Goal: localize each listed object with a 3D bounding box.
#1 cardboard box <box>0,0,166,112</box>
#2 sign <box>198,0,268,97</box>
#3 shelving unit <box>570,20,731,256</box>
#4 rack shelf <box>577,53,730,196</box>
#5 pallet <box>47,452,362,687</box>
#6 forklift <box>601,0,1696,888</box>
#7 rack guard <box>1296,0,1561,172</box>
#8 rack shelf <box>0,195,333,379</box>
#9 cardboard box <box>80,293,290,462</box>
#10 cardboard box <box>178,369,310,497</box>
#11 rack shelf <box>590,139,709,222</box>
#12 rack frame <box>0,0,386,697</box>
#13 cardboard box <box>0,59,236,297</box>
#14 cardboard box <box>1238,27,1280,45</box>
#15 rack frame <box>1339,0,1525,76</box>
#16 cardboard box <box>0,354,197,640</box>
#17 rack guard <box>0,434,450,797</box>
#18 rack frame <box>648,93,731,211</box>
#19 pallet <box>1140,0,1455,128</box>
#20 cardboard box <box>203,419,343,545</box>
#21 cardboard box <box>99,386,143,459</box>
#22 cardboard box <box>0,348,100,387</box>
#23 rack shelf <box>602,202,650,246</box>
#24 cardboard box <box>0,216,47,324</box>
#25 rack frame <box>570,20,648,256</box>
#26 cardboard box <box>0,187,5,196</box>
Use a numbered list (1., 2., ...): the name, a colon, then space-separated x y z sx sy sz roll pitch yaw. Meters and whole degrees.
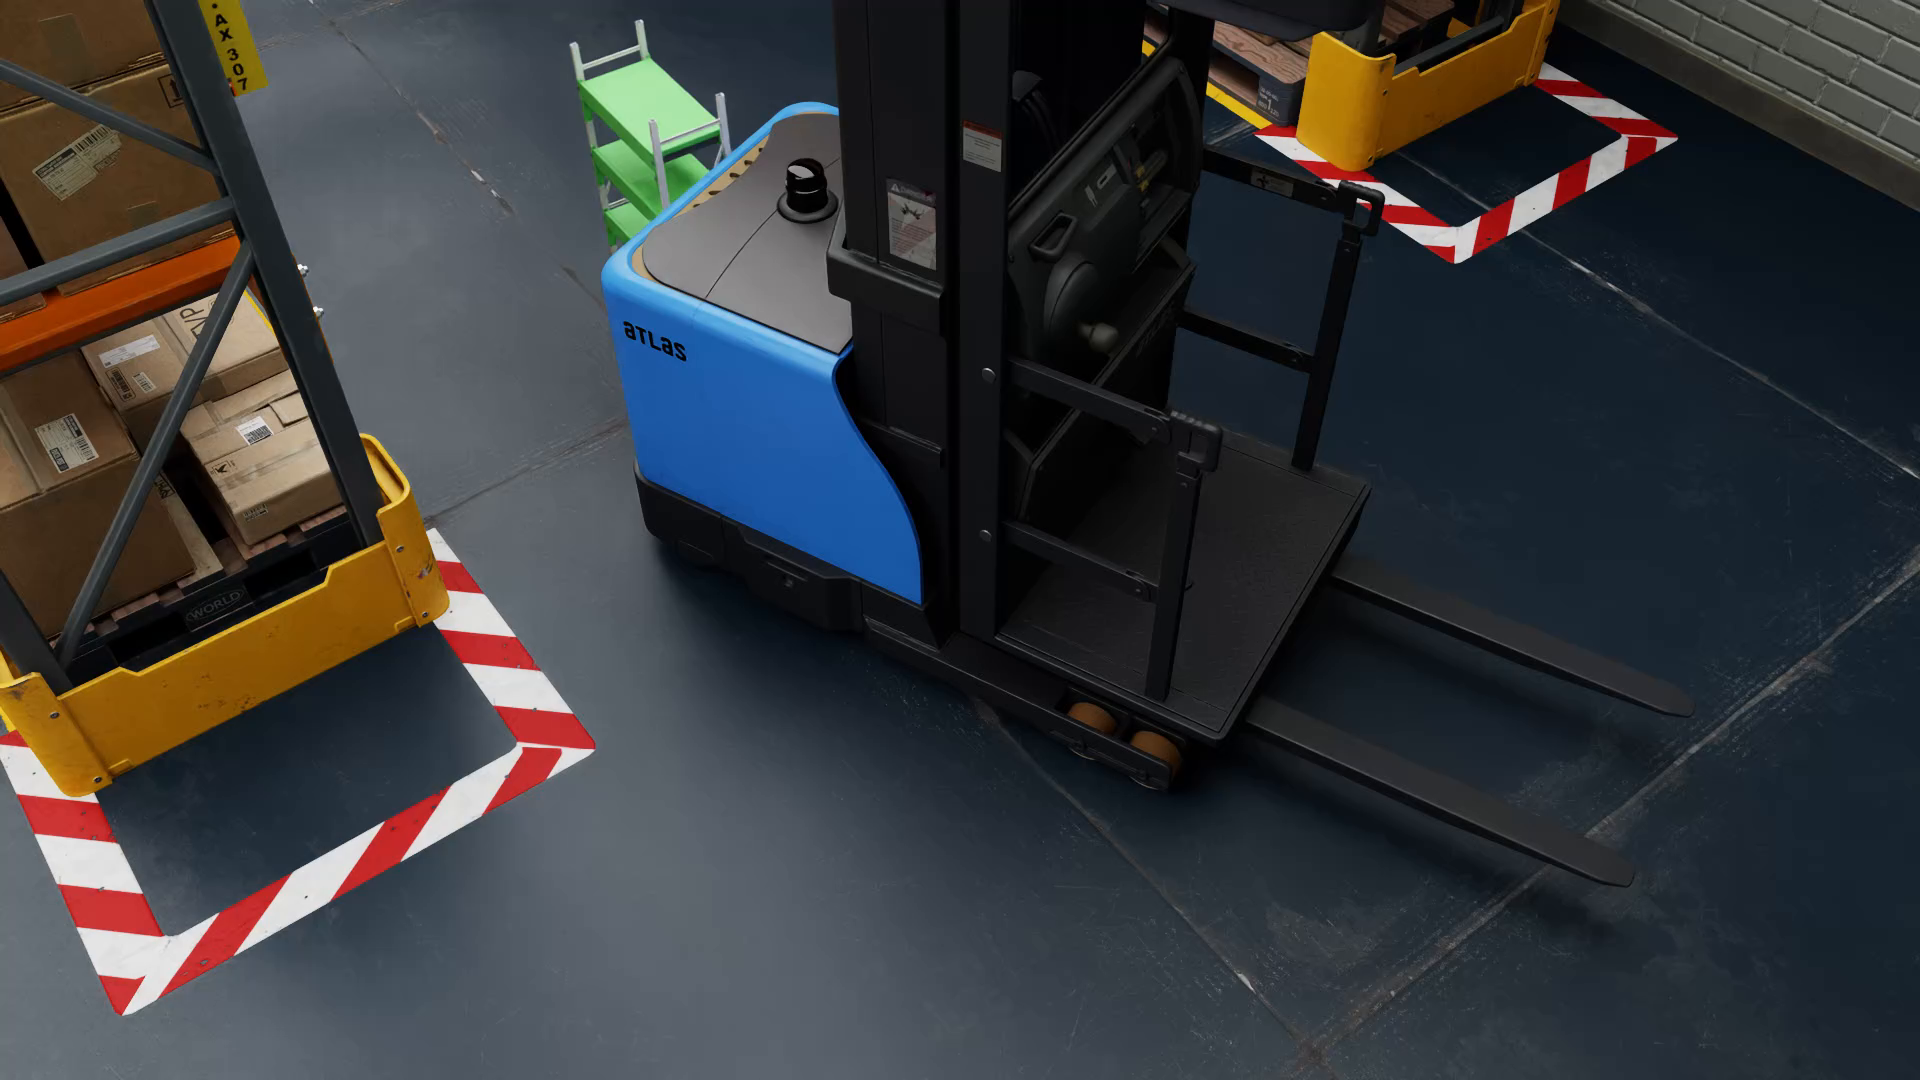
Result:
1. cardboard box: -2.113 -1.343 3.701 0.500 0.500 0.500 -28 54 -23
2. sign: -1.622 -1.128 3.664 0.100 0.325 0.005 -29 54 -24
3. shelving unit: -0.923 -0.980 5.328 0.258 1.200 0.503 -28 54 -23
4. rack shelf: -0.924 -1.259 5.020 0.258 0.148 0.480 -28 54 -23
5. pallet: -2.583 -0.172 5.263 1.003 0.211 1.213 -29 54 -24
6. forklift: 0.541 -0.748 3.950 3.031 2.935 1.130 24 52 20
7. rack guard: 1.901 -1.965 6.694 1.175 0.500 0.348 -29 54 -24
8. rack shelf: -3.265 -1.532 5.099 1.077 0.370 4.000 -29 54 -24
9. cardboard box: -2.460 -0.561 5.293 0.500 0.250 0.500 -29 54 -24
10. cardboard box: -2.185 -0.339 5.148 0.380 0.166 0.250 -29 54 -24
11. rack shelf: -0.923 -1.098 5.197 0.258 0.148 0.480 -28 54 -23
12. rack frame: -2.054 -0.594 3.764 1.000 3.000 0.127 -29 54 -24
13. cardboard box: -2.113 -1.007 4.071 0.500 0.500 0.500 -28 54 -23
14. cardboard box: 1.383 -2.488 6.884 0.700 0.500 0.500 -29 54 -24
15. rack frame: 1.886 -2.818 5.780 1.000 3.000 0.127 -29 54 -24
16. cardboard box: -2.579 -0.112 4.717 0.500 0.500 0.500 -29 54 -24
17. rack guard: -2.100 0.201 4.731 1.175 0.500 0.348 -29 54 -24
18. rack frame: -0.781 -0.833 5.195 0.240 1.200 0.015 -28 54 -23
19. pallet: 1.340 -2.318 7.209 1.003 0.211 1.213 -29 54 -24
20. cardboard box: -2.034 -0.185 5.021 0.380 0.149 0.250 -29 54 -24
21. cardboard box: -2.753 -0.279 5.094 0.380 0.166 0.250 -29 54 -24
22. cardboard box: -3.130 -0.602 5.330 0.500 0.250 0.500 -29 54 -24
23. rack shelf: -0.923 -0.937 5.375 0.258 0.148 0.480 -28 54 -23
24. cardboard box: -2.542 -0.770 3.856 0.500 0.500 0.500 -28 54 -23
25. rack frame: -1.065 -1.127 5.461 0.240 1.200 0.015 -28 54 -23
26. cardboard box: -2.429 -1.309 4.345 0.500 0.500 0.500 -30 54 -24
